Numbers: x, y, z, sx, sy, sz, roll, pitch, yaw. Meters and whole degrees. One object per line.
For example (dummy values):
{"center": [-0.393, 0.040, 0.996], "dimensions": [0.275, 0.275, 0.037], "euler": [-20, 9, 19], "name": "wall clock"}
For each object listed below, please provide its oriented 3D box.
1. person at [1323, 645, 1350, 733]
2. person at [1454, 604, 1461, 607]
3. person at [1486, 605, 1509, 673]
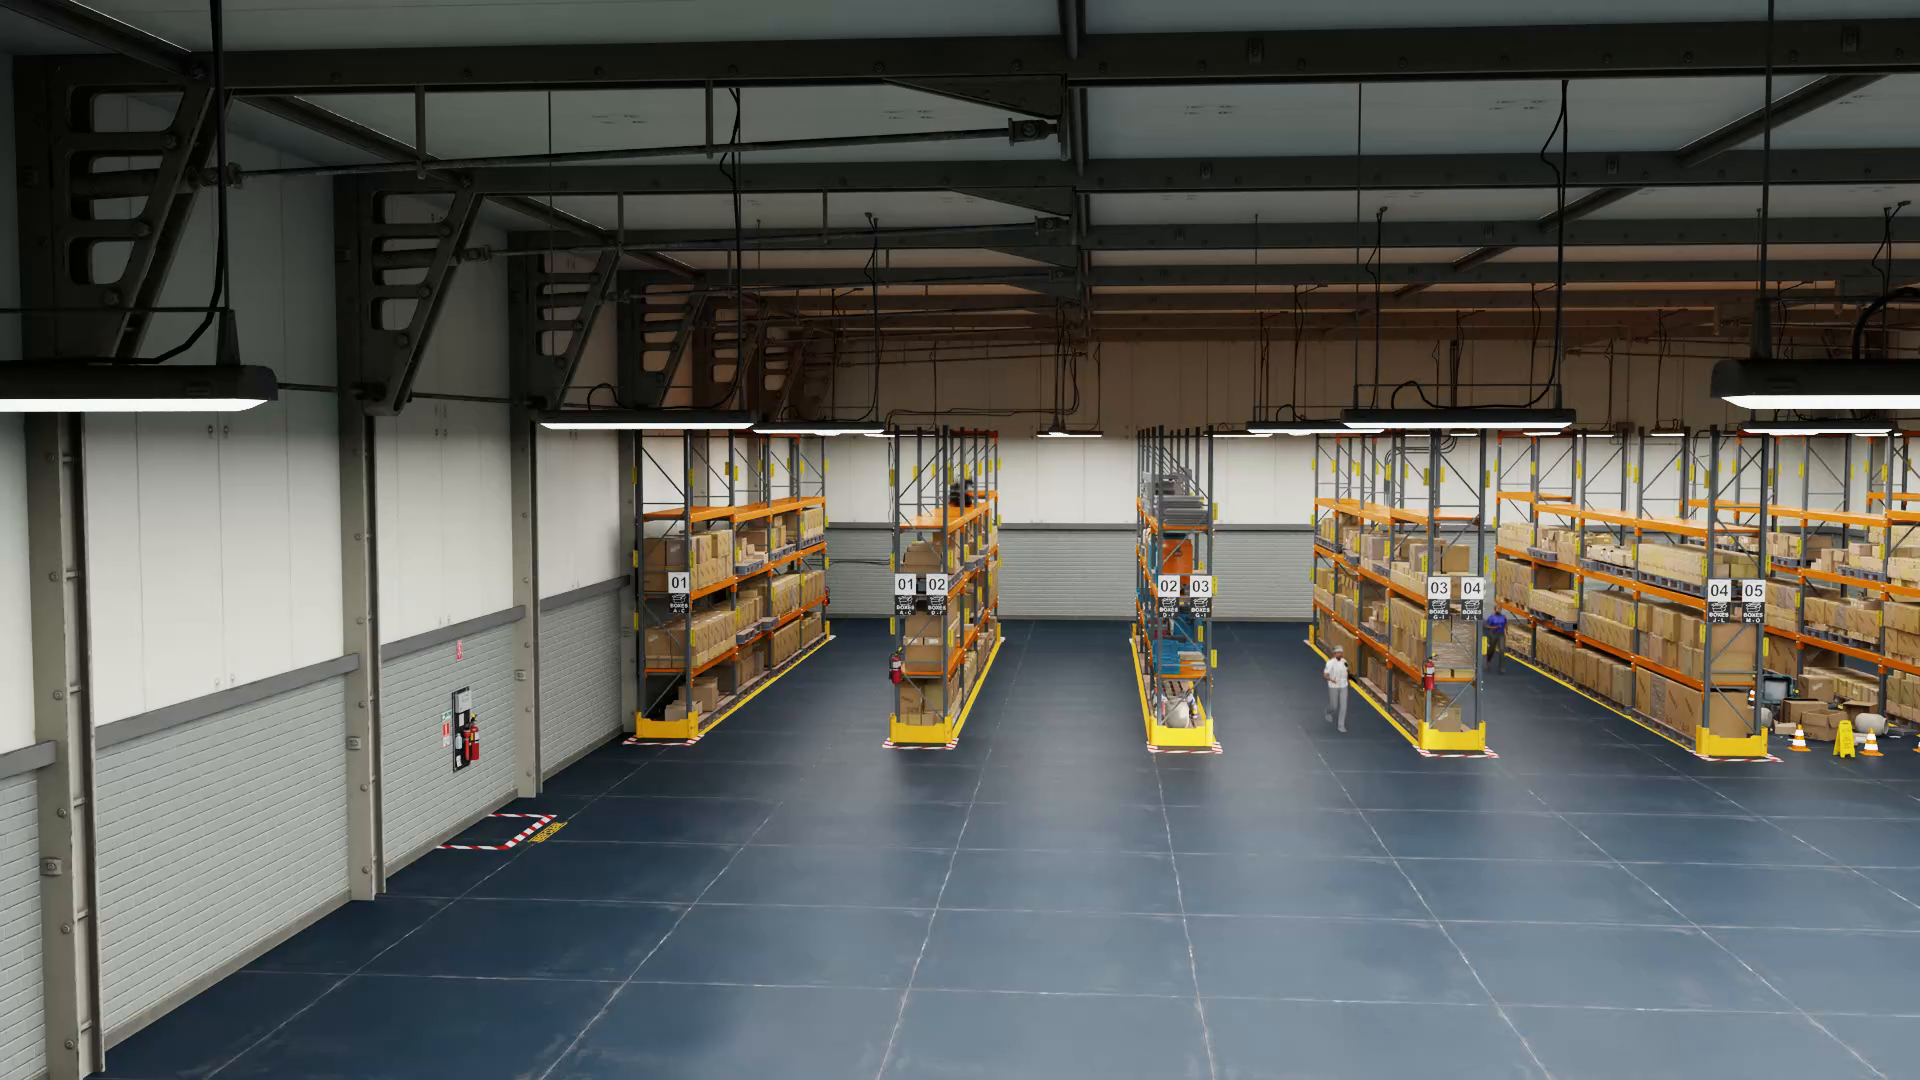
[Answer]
{"center": [7.455, 2.914, 32.831], "dimensions": [0.579, 1.687, 0.851], "euler": [0, 3, -7], "name": "person"}
{"center": [13.639, 2.135, 46.510], "dimensions": [0.795, 1.580, 0.552], "euler": [2, 4, 29], "name": "person"}
{"center": [13.279, 2.415, 41.089], "dimensions": [0.586, 1.619, 0.938], "euler": [0, 3, 2], "name": "person"}
